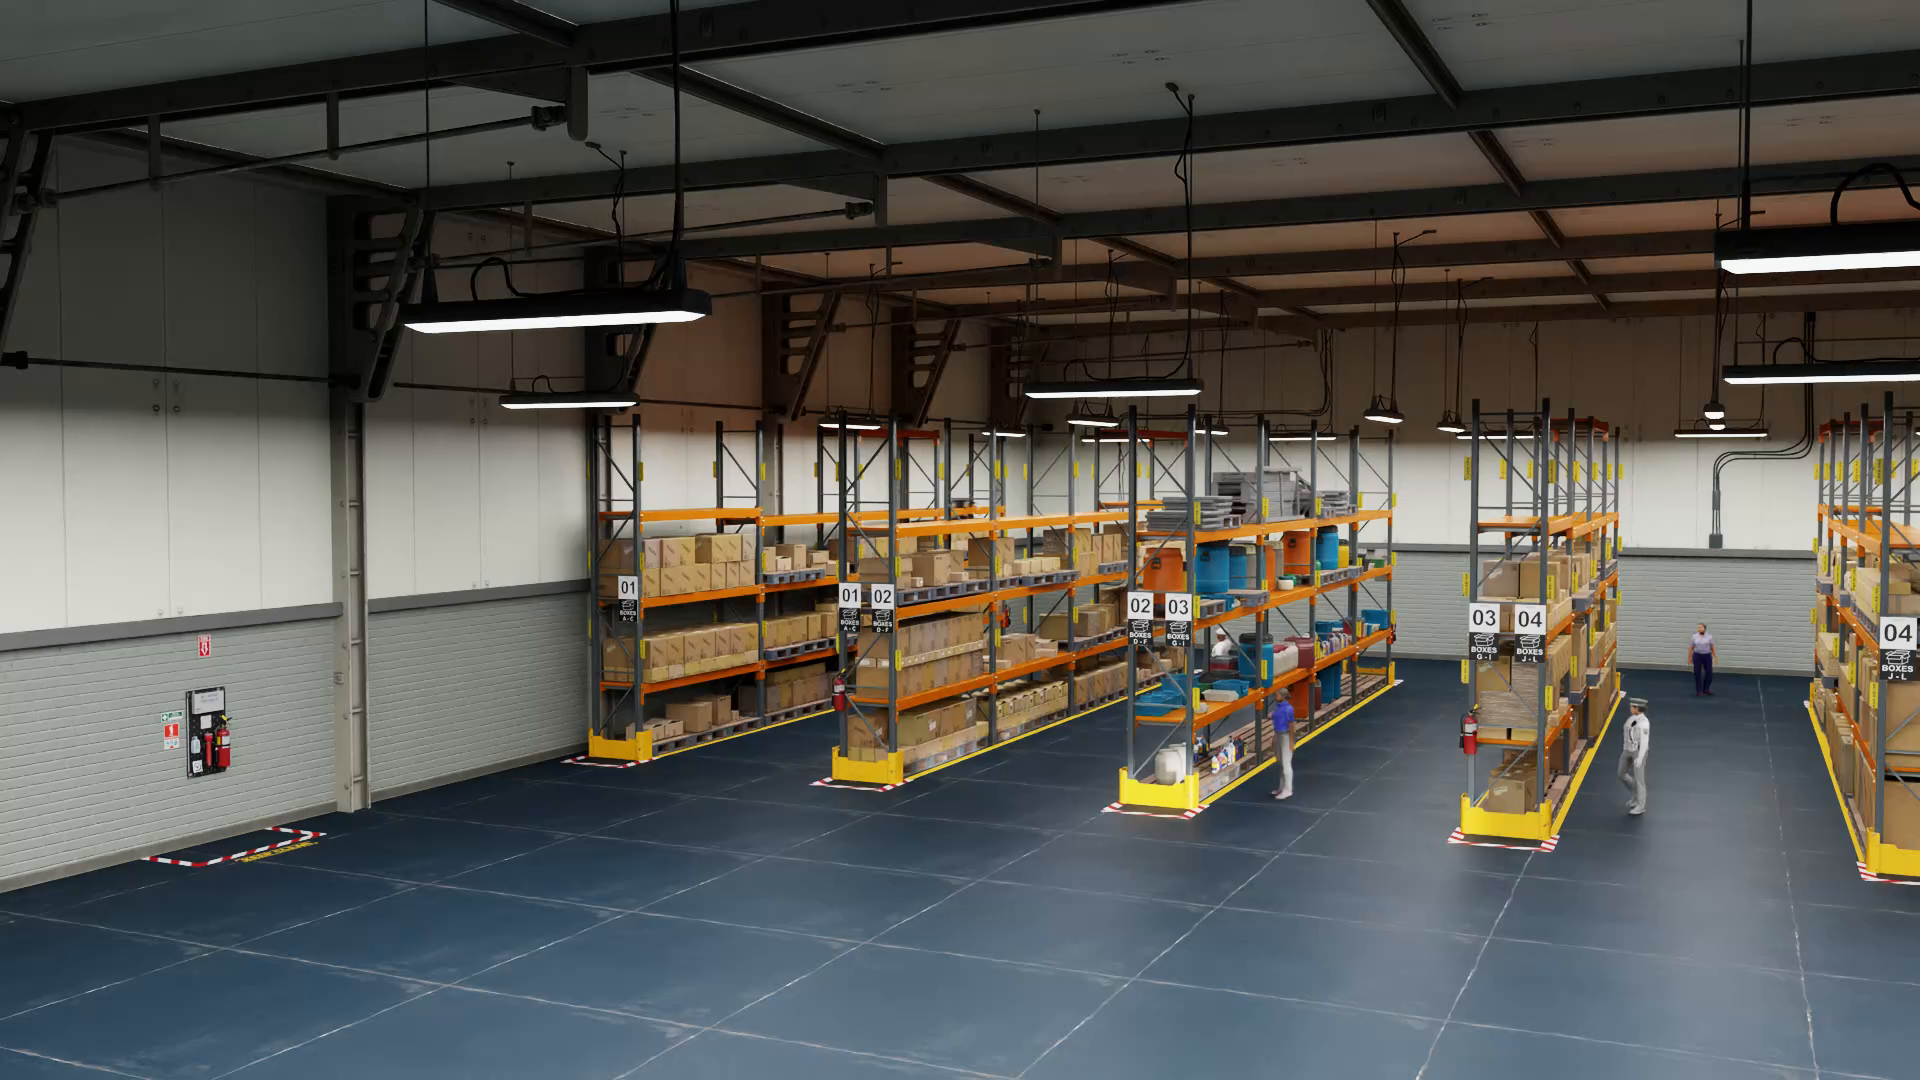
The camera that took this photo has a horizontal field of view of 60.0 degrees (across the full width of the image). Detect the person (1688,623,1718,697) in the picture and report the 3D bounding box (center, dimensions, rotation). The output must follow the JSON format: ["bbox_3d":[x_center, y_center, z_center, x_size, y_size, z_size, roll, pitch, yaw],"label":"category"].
[{"bbox_3d":[16.578,2.667,37.124,0.610,1.662,0.418,1,3,22],"label":"person"}]

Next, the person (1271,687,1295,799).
[{"bbox_3d":[4.953,3.126,25.669,0.398,1.665,0.563,-1,2,-15],"label":"person"}]

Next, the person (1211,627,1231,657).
[{"bbox_3d":[5.426,2.688,34.701,0.458,1.760,0.674,1,2,15],"label":"person"}]

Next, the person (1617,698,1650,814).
[{"bbox_3d":[9.939,3.154,24.466,0.416,1.674,0.560,-1,2,-13],"label":"person"}]
